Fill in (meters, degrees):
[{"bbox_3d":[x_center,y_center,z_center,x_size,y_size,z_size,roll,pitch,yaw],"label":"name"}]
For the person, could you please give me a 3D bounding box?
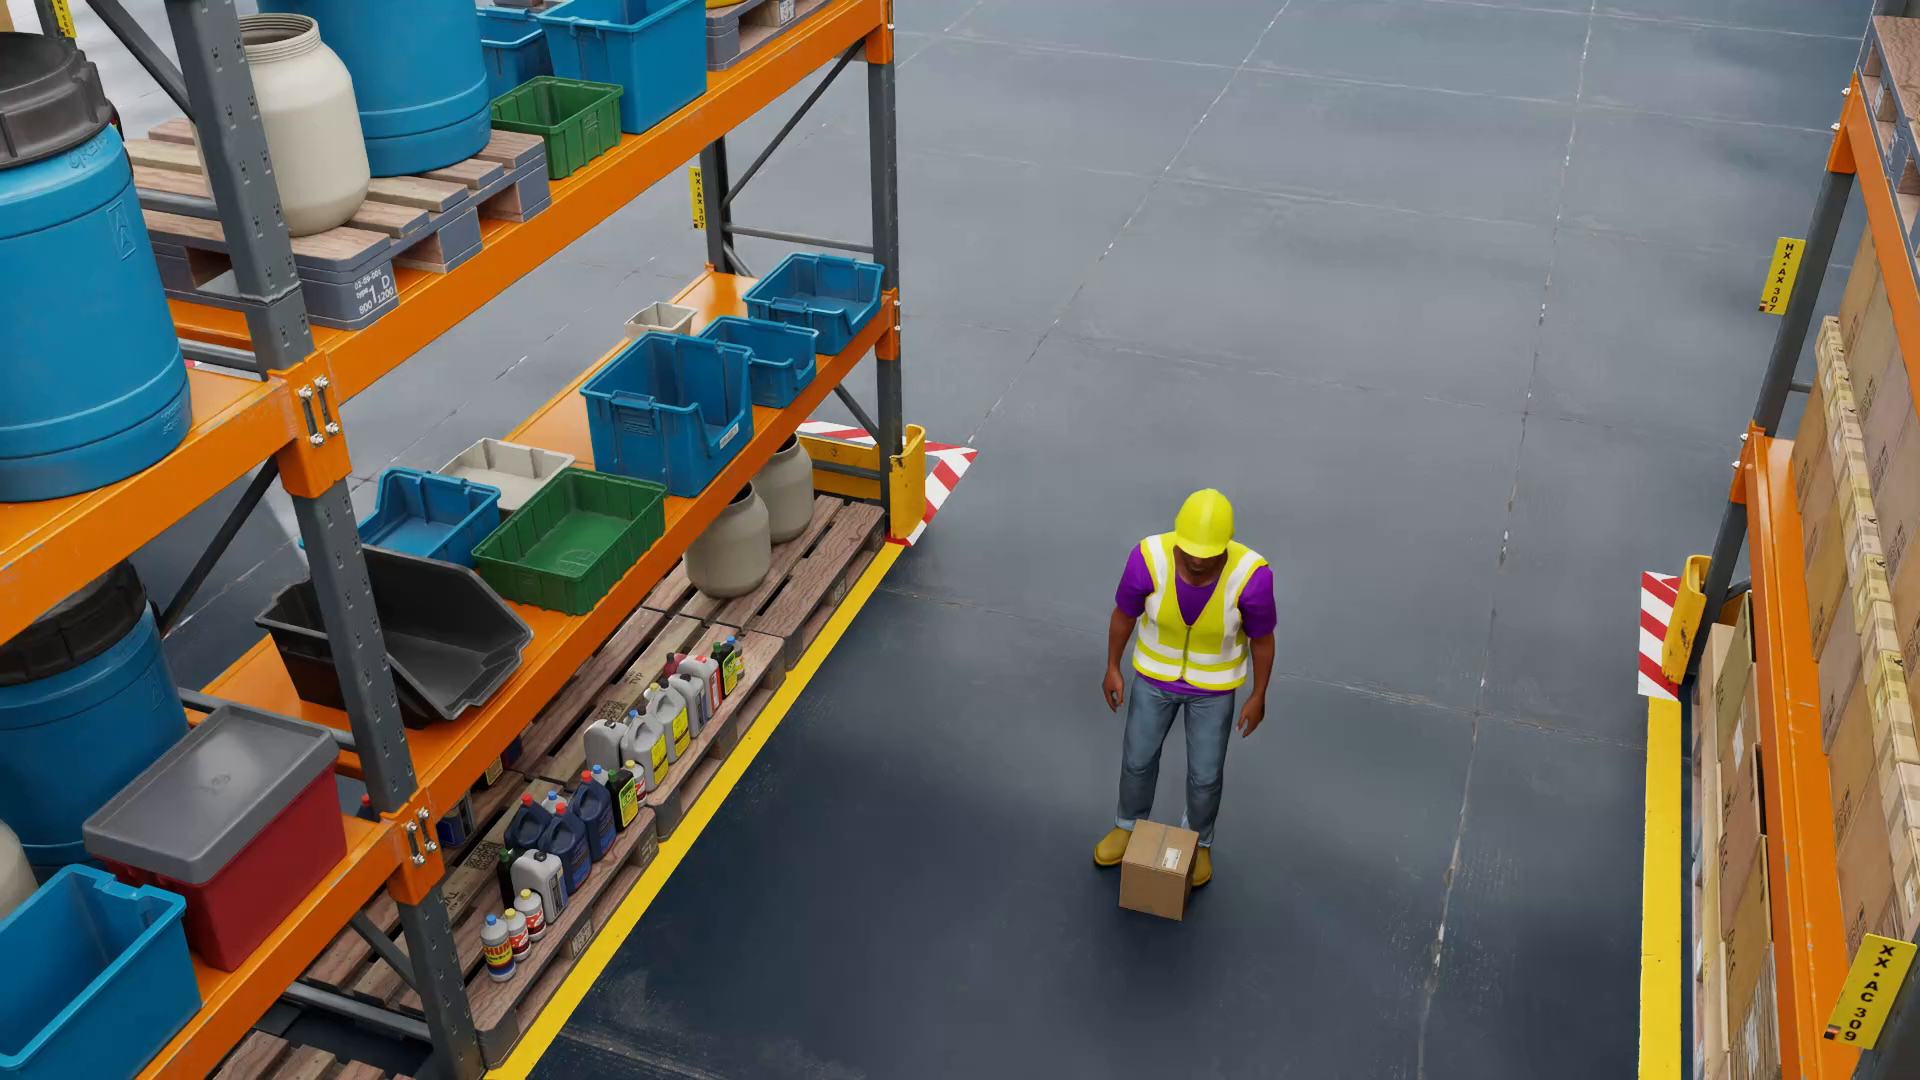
[{"bbox_3d":[0.851,0.543,6.291,0.628,1.759,0.462,10,34,15],"label":"person"}]
